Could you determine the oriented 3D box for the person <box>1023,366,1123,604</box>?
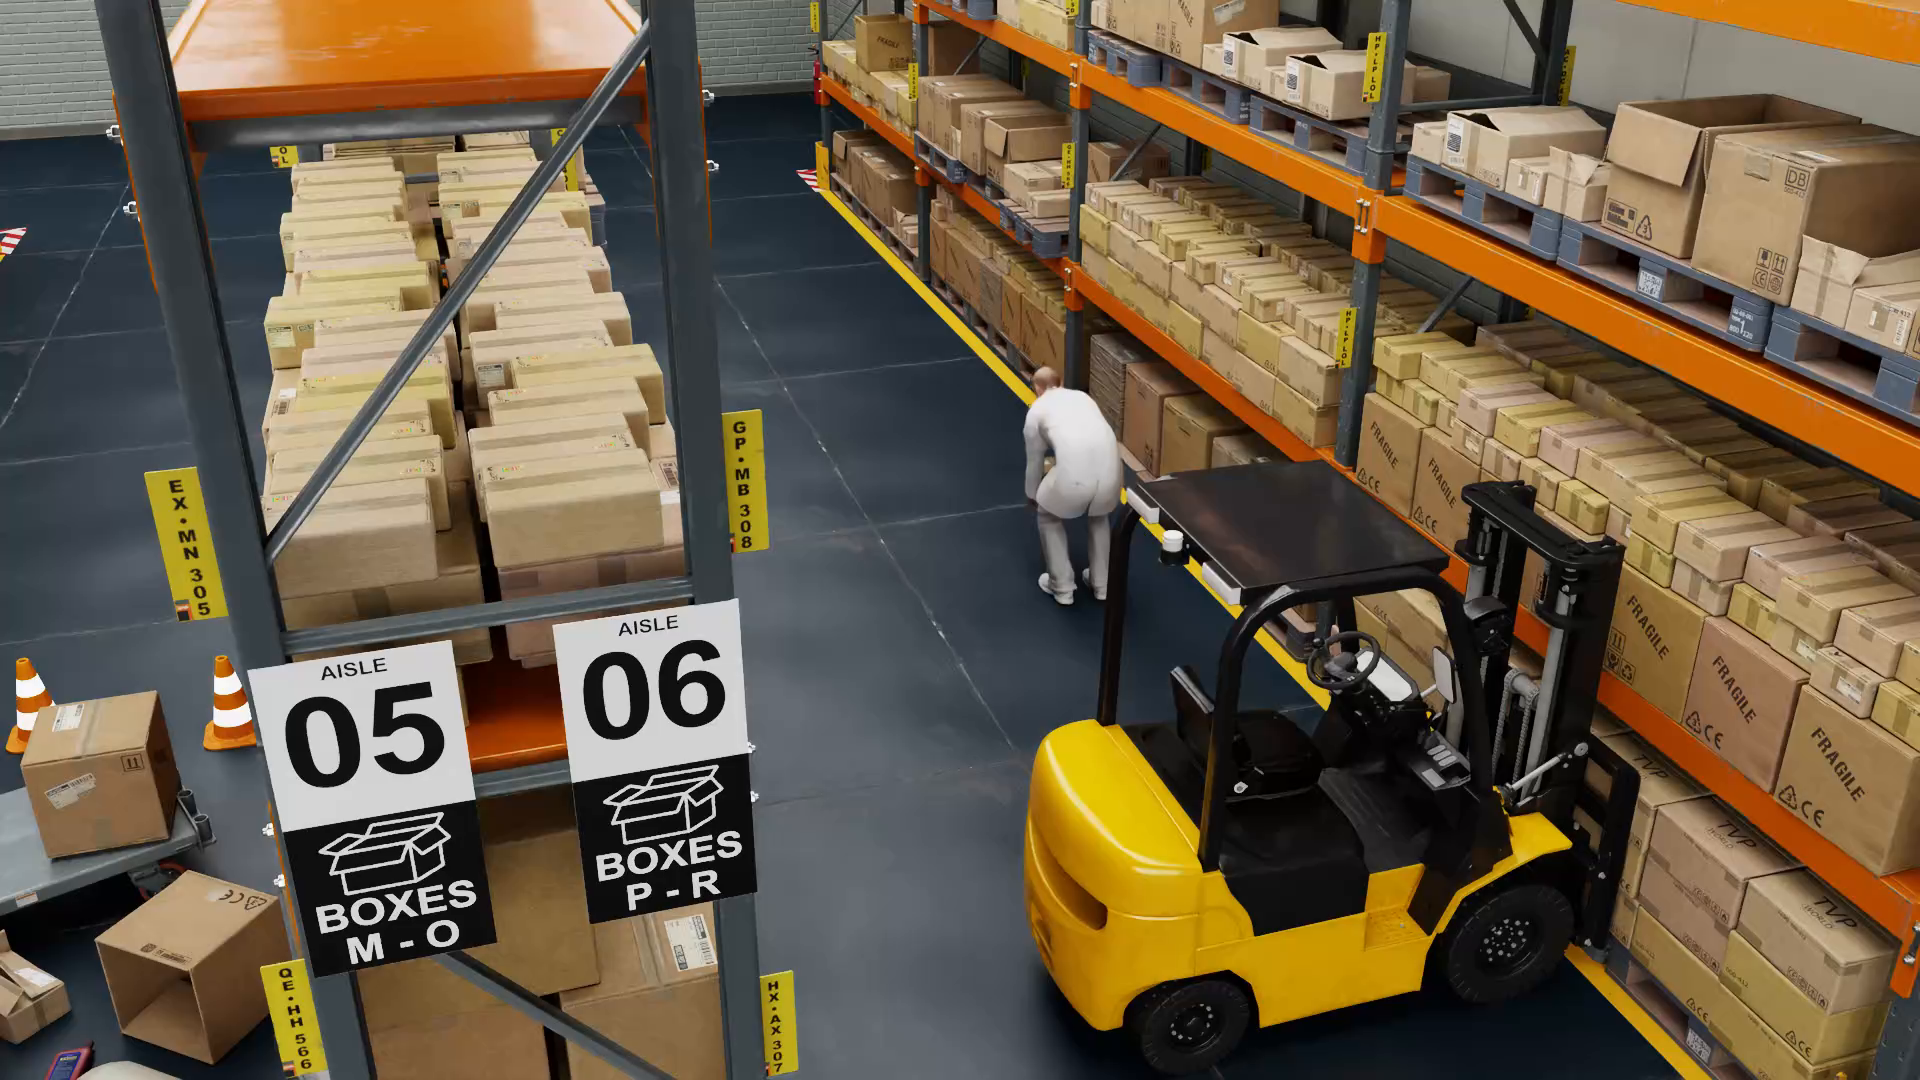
[{"bbox_3d":[0.674,-0.344,10.368,0.568,1.314,0.900,-9,27,-18],"label":"person"}]
